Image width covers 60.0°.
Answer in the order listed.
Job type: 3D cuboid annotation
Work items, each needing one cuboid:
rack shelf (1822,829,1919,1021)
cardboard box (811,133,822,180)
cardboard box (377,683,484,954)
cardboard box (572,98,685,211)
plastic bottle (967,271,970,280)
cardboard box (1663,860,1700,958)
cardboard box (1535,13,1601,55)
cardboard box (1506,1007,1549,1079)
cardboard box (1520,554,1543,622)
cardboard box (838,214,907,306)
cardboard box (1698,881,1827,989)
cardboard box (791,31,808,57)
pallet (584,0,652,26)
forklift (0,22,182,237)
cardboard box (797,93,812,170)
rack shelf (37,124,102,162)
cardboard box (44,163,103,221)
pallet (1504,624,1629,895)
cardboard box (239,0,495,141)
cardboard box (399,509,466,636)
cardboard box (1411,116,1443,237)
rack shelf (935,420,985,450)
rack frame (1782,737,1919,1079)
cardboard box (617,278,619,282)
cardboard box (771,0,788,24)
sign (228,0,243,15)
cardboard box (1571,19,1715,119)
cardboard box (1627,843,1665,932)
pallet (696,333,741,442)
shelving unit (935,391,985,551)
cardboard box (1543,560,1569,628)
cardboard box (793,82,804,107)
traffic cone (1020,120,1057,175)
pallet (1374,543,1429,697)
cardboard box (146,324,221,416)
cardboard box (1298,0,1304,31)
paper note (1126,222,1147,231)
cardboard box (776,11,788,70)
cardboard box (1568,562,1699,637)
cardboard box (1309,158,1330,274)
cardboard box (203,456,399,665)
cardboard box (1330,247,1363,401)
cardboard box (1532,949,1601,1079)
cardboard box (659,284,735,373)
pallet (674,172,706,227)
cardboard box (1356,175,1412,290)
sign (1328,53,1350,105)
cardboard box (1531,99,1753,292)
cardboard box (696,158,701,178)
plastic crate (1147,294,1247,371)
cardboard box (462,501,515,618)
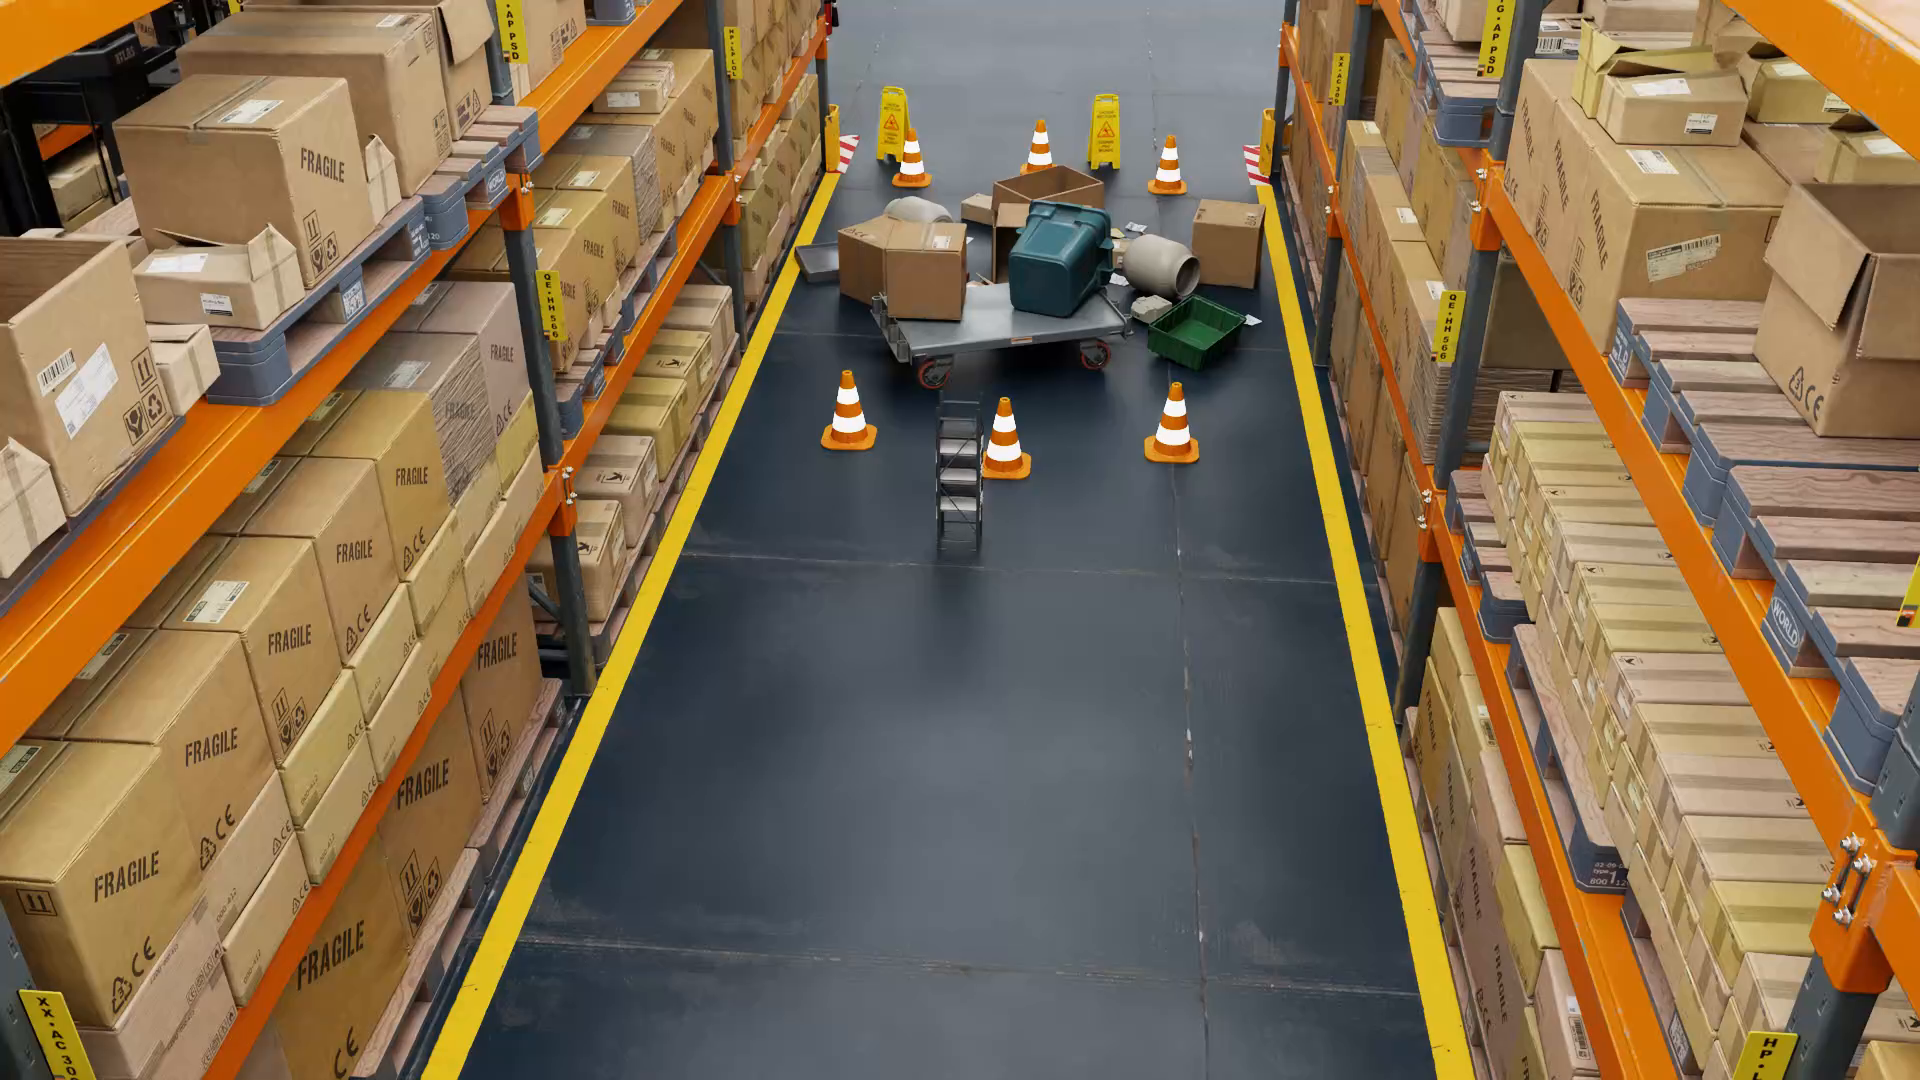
[{"bbox_3d":[2.128,1.781,1.608,1.077,0.370,4.000,2,32,4],"label":"rack shelf"},{"bbox_3d":[-1.473,-3.289,14.229,0.500,0.250,0.500,2,32,4],"label":"cardboard box"},{"bbox_3d":[-2.541,1.005,6.665,0.875,0.875,0.875,3,32,5],"label":"cardboard box"},{"bbox_3d":[-1.896,-2.203,9.468,0.500,0.500,0.500,4,32,6],"label":"cardboard box"},{"bbox_3d":[-0.025,-1.980,12.684,0.133,0.061,0.283,8,32,12],"label":"plastic bottle"},{"bbox_3d":[2.170,1.024,4.566,0.380,0.149,0.250,4,32,6],"label":"cardboard box"},{"bbox_3d":[2.446,-2.107,6.958,0.380,0.166,0.250,2,32,4],"label":"cardboard box"},{"bbox_3d":[2.142,1.925,5.529,0.500,0.500,0.500,2,32,3],"label":"cardboard box"},{"bbox_3d":[2.315,0.190,6.201,0.380,0.149,0.250,4,32,6],"label":"cardboard box"},{"bbox_3d":[-0.556,-2.075,12.418,0.500,0.500,0.500,27,41,37],"label":"cardboard box"},{"bbox_3d":[2.150,1.022,4.285,0.380,0.149,0.250,2,32,3],"label":"cardboard box"},{"bbox_3d":[-1.434,-4.010,13.417,0.380,0.149,0.250,3,32,5],"label":"cardboard box"},{"bbox_3d":[-2.237,-2.972,8.814,1.213,0.211,1.003,2,32,4],"label":"pallet"},{"bbox_3d":[-4.540,-1.642,9.401,1.130,2.935,3.031,3,32,4],"label":"forklift"},{"bbox_3d":[-1.518,-3.352,13.616,0.500,0.500,0.500,4,32,6],"label":"cardboard box"},{"bbox_3d":[-6.784,-3.585,13.175,1.077,0.370,4.000,2,32,4],"label":"rack shelf"},{"bbox_3d":[-6.595,-2.519,12.027,0.500,0.250,0.500,2,32,3],"label":"cardboard box"},{"bbox_3d":[2.496,0.733,5.665,1.003,0.211,1.213,2,32,4],"label":"pallet"},{"bbox_3d":[-2.205,-1.840,6.300,0.797,0.503,0.637,1,32,1],"label":"cardboard box"},{"bbox_3d":[-2.171,0.108,6.163,0.500,0.250,0.500,2,32,3],"label":"cardboard box"},{"bbox_3d":[2.784,-1.888,8.687,0.700,0.500,0.500,2,32,3],"label":"cardboard box"},{"bbox_3d":[-0.001,-0.580,9.163,0.258,0.077,0.200,2,32,4],"label":"rack shelf"},{"bbox_3d":[2.291,1.706,3.903,1.000,3.000,0.127,2,32,4],"label":"rack frame"},{"bbox_3d":[-2.004,-1.338,8.681,0.380,0.149,0.250,4,32,7],"label":"cardboard box"},{"bbox_3d":[-1.616,-3.979,11.796,0.700,0.500,0.500,2,32,3],"label":"cardboard box"},{"bbox_3d":[-2.866,-2.066,6.671,0.100,0.325,0.005,2,32,4],"label":"sign"},{"bbox_3d":[2.267,-1.562,5.521,0.396,0.266,0.258,2,32,4],"label":"cardboard box"},{"bbox_3d":[2.190,1.021,4.854,0.380,0.149,0.250,1,32,1],"label":"cardboard box"},{"bbox_3d":[-2.061,-1.042,11.019,1.003,0.211,1.213,2,32,4],"label":"pallet"},{"bbox_3d":[-0.001,-0.379,9.287,0.258,0.900,0.210,2,32,4],"label":"shelving unit"},{"bbox_3d":[2.297,0.204,5.896,0.380,0.149,0.250,3,32,4],"label":"cardboard box"},{"bbox_3d":[-1.466,-3.575,13.359,0.380,0.149,0.250,3,32,5],"label":"cardboard box"},{"bbox_3d":[0.711,-3.498,14.765,0.336,0.463,0.334,2,32,4],"label":"traffic cone"},{"bbox_3d":[2.756,0.392,8.692,1.003,0.211,1.213,2,32,4],"label":"pallet"},{"bbox_3d":[-2.199,-0.456,4.374,0.380,0.166,0.250,0,32,1],"label":"cardboard box"},{"bbox_3d":[3.283,-4.437,13.728,0.875,0.550,0.550,2,32,4],"label":"cardboard box"},{"bbox_3d":[1.452,-2.578,13.687,0.144,0.017,0.142,14,34,21],"label":"paper note"},{"bbox_3d":[-1.593,-3.814,12.481,0.500,0.500,0.500,3,32,5],"label":"cardboard box"},{"bbox_3d":[2.281,0.210,5.603,0.380,0.149,0.250,3,32,5],"label":"cardboard box"},{"bbox_3d":[3.133,-2.549,12.432,0.875,0.875,0.875,3,32,4],"label":"cardboard box"},{"bbox_3d":[-2.236,0.061,5.523,0.500,0.500,0.500,2,32,3],"label":"cardboard box"},{"bbox_3d":[2.981,-1.370,10.638,1.050,0.750,0.750,2,32,4],"label":"cardboard box"},{"bbox_3d":[2.155,1.604,5.337,0.500,0.250,0.500,4,32,6],"label":"cardboard box"},{"bbox_3d":[-2.040,-1.422,11.082,0.950,0.372,0.625,3,32,5],"label":"cardboard box"},{"bbox_3d":[-2.207,-2.161,10.360,1.003,0.211,1.213,2,32,4],"label":"pallet"},{"bbox_3d":[2.548,-1.731,9.385,0.500,0.500,0.500,2,32,4],"label":"cardboard box"},{"bbox_3d":[2.389,-2.902,10.480,0.100,0.325,0.005,2,32,4],"label":"sign"},{"bbox_3d":[2.271,-1.156,5.593,0.500,0.500,0.500,2,32,4],"label":"cardboard box"},{"bbox_3d":[-1.805,-2.290,10.226,0.380,0.149,0.250,2,32,3],"label":"cardboard box"},{"bbox_3d":[1.651,-1.451,11.652,0.450,0.188,0.662,29,41,23],"label":"plastic crate"},{"bbox_3d":[-2.133,0.063,6.712,0.500,0.250,0.500,3,32,5],"label":"cardboard box"}]
